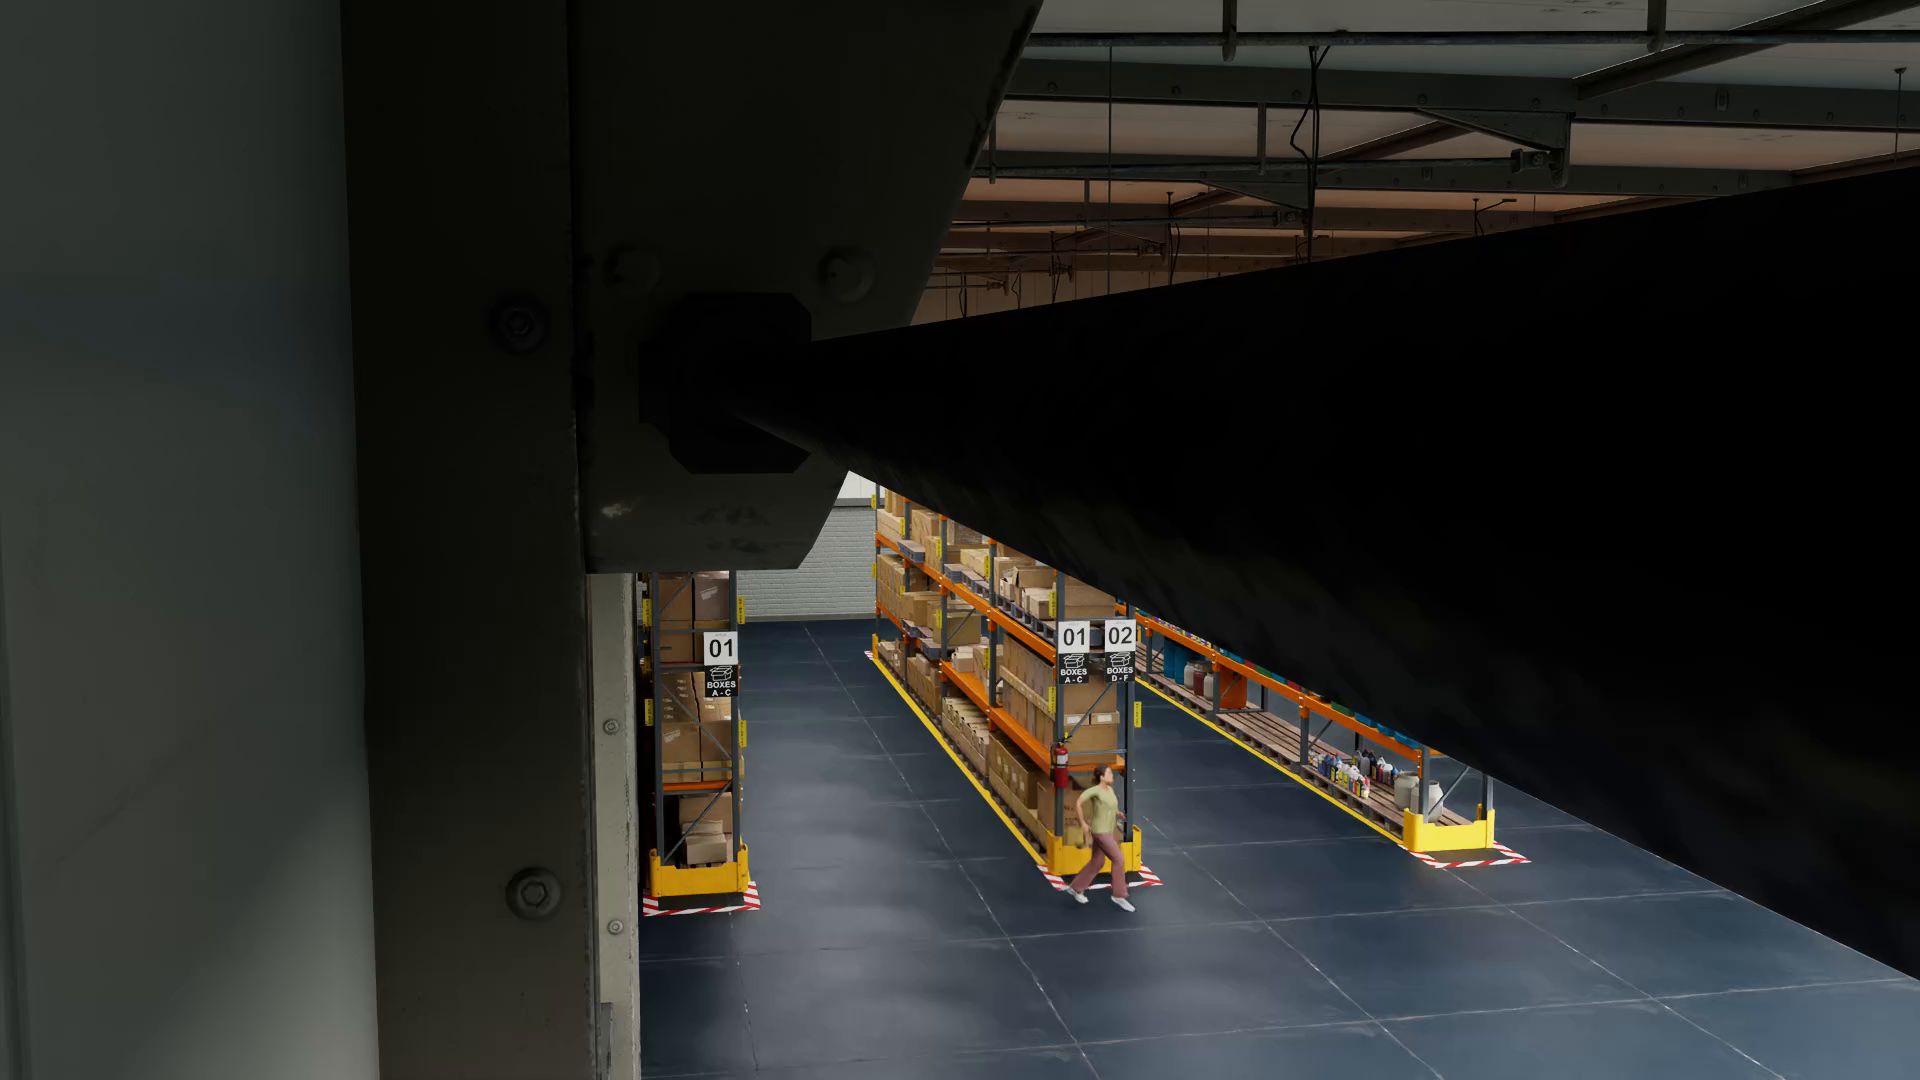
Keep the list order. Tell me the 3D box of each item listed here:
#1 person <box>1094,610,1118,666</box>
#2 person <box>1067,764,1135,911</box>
[{"bbox_3d":[2.811,1.953,32.737,0.647,1.827,0.757,-1,6,-11],"label":"person"},{"bbox_3d":[1.722,3.477,19.661,0.853,1.662,0.576,3,6,24],"label":"person"}]
